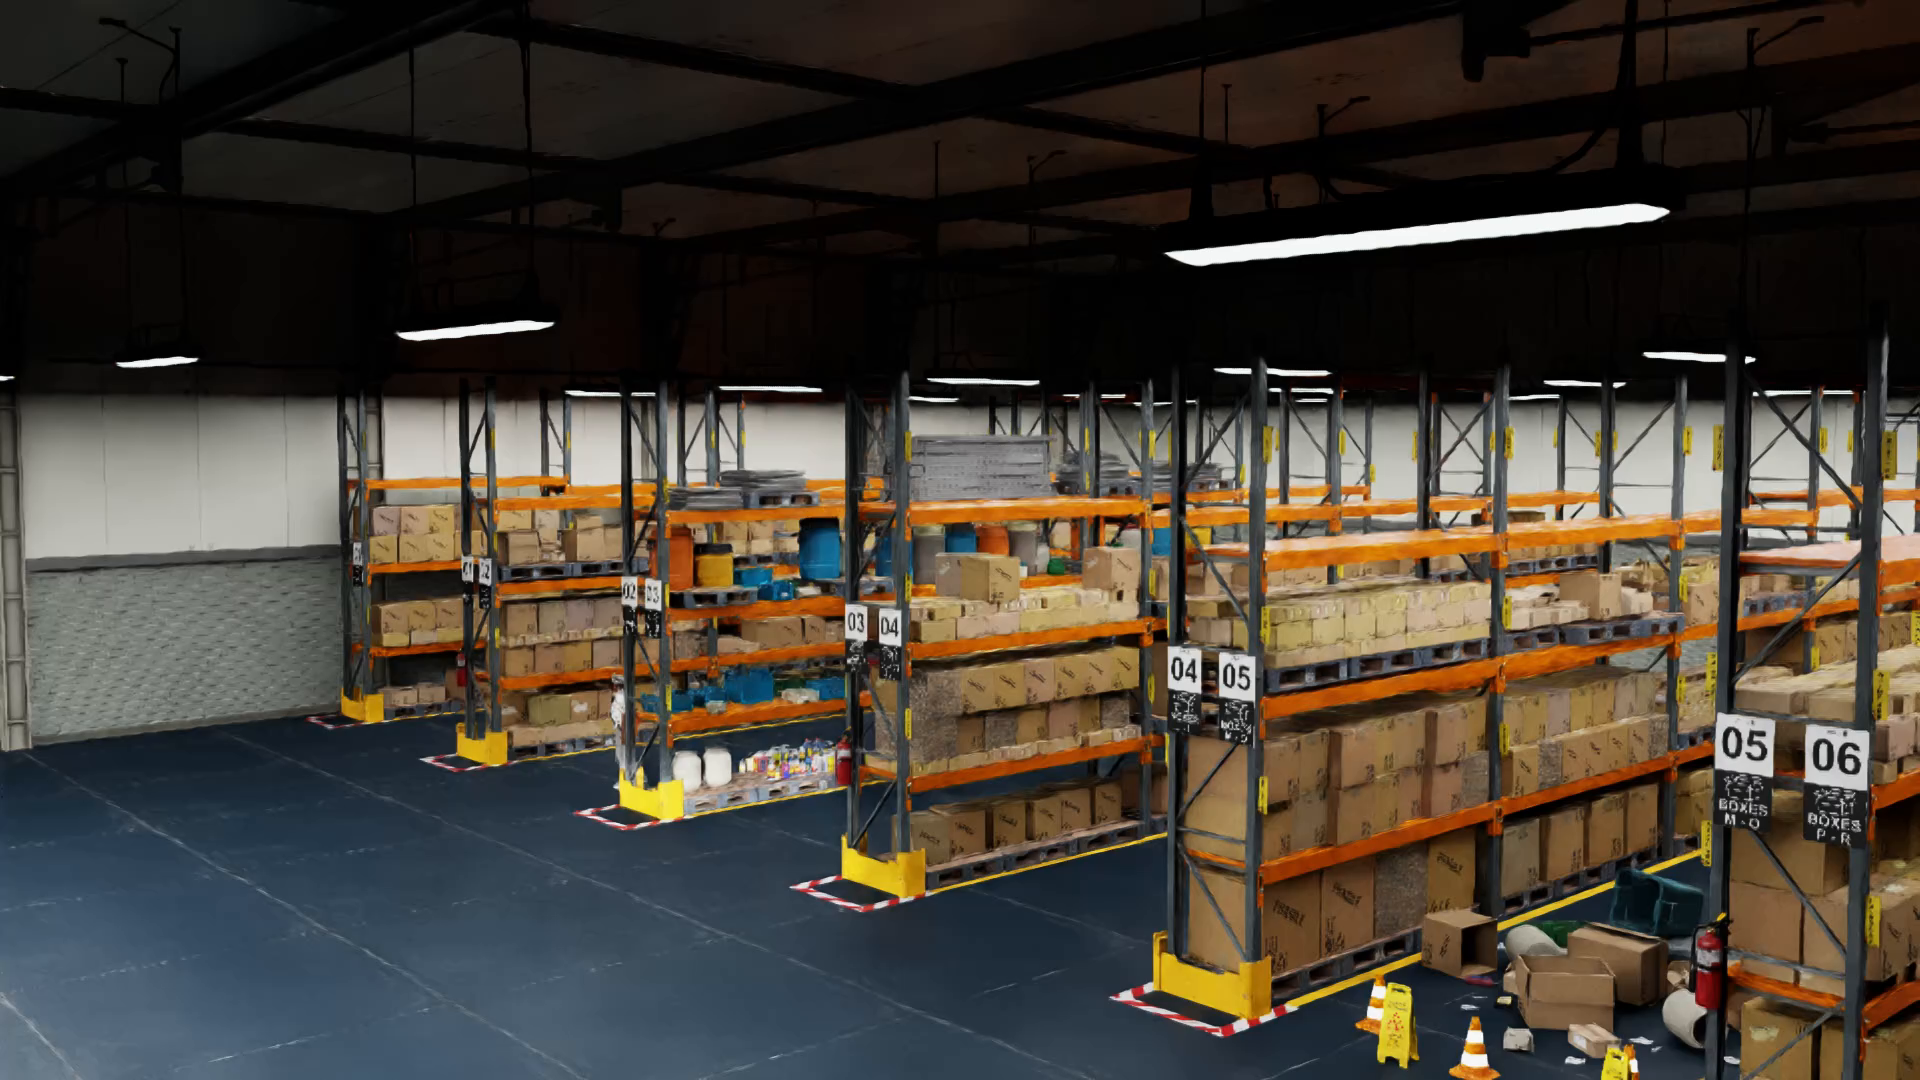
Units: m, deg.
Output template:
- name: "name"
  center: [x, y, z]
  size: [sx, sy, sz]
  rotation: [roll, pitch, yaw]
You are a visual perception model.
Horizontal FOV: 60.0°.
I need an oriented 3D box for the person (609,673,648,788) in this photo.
- name: "person"
  center: [-4.780, 2.762, 24.031]
  size: [0.550, 1.665, 0.519]
  rotation: [0, 4, -5]
